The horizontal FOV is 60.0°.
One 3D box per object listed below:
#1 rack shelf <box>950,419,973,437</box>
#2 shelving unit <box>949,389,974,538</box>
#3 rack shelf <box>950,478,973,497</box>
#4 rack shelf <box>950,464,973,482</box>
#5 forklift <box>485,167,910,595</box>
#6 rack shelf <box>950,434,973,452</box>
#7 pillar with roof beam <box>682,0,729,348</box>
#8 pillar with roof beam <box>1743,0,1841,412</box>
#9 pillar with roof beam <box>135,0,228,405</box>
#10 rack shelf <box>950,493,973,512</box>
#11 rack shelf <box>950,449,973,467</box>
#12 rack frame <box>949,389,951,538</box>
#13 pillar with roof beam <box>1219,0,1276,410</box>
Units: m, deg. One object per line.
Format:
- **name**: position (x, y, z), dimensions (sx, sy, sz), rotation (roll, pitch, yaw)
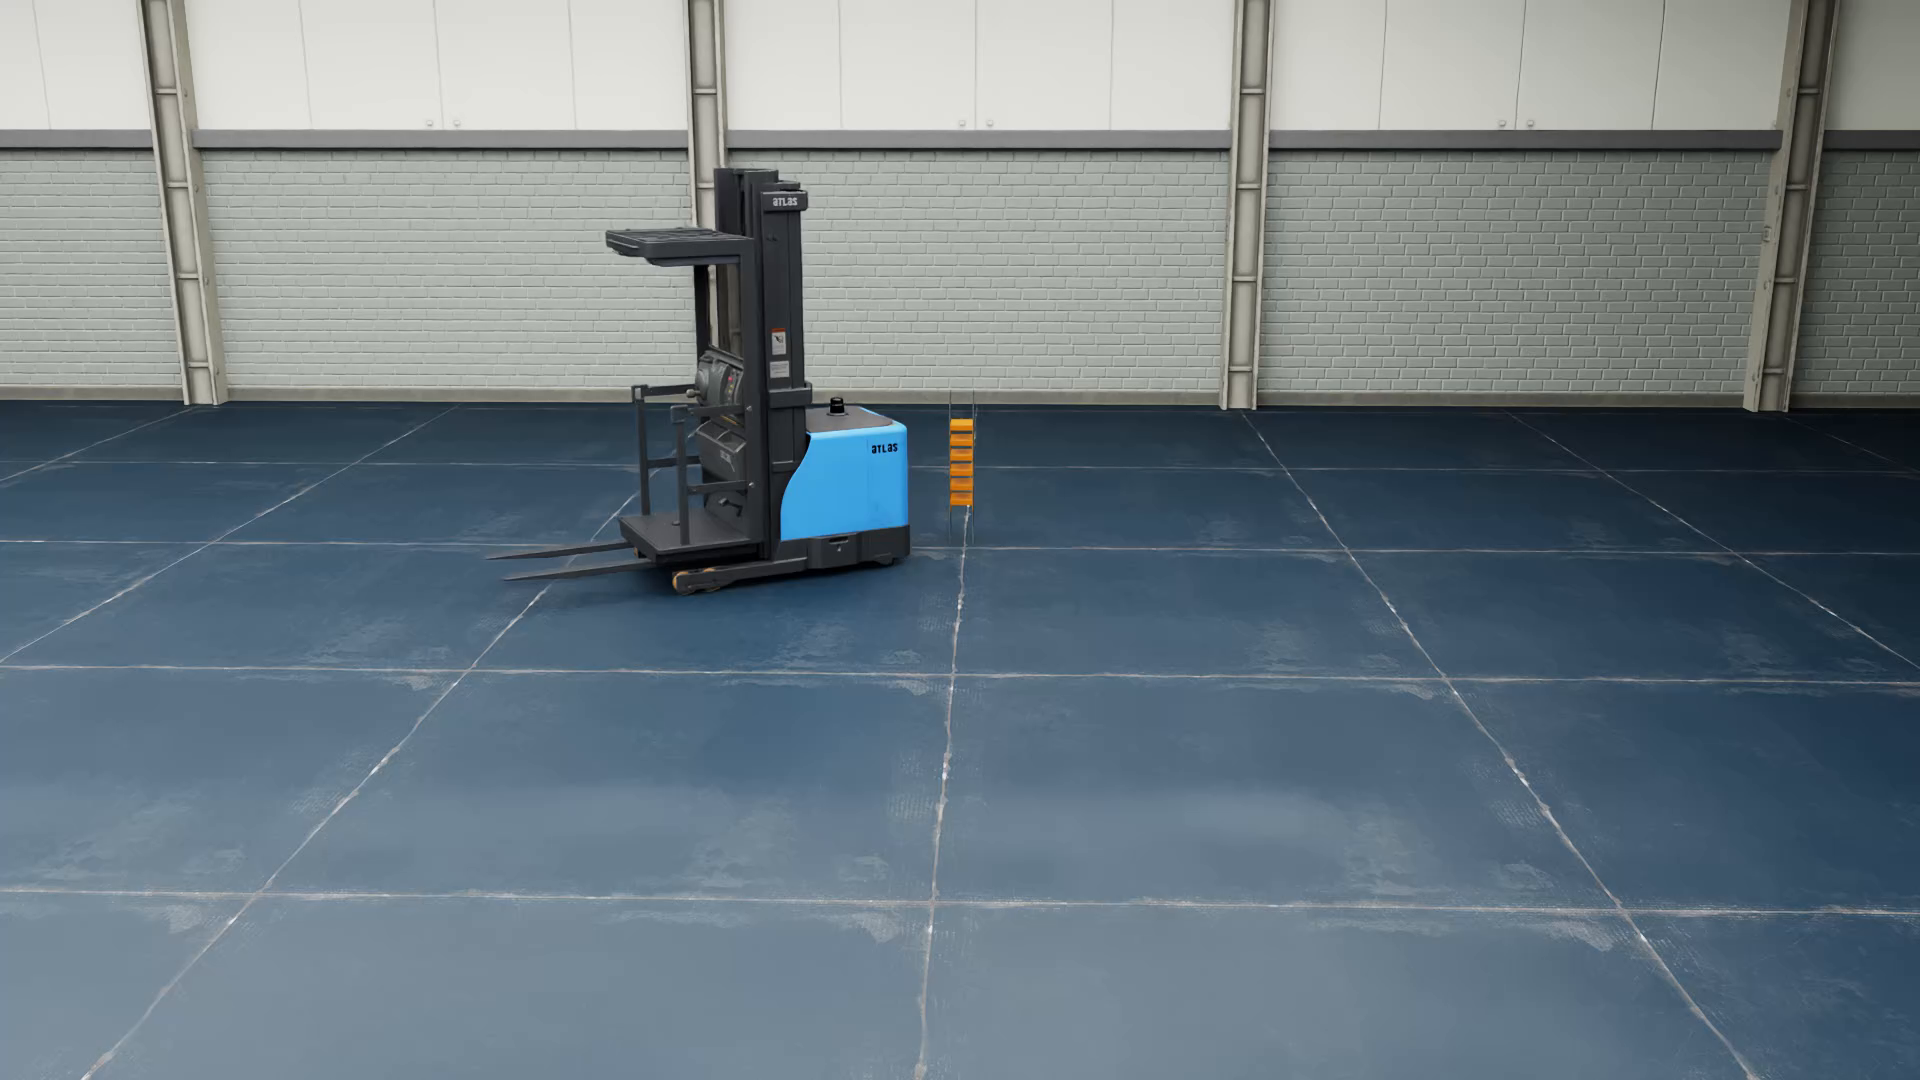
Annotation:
- **rack shelf**: position (0.014, -0.885, 13.106), dimensions (0.180, 0.103, 0.258), rotation (0, 15, 1)
- **shelving unit**: position (0.014, -0.580, 13.187), dimensions (0.189, 1.200, 0.258), rotation (0, 15, 1)
- **rack shelf**: position (0.014, -0.421, 13.229), dimensions (0.180, 0.103, 0.258), rotation (0, 15, 1)
- **rack shelf**: position (0.014, -0.537, 13.198), dimensions (0.180, 0.103, 0.258), rotation (0, 15, 1)
- **forklift**: position (-1.933, -1.179, 12.062), dimensions (3.031, 2.935, 1.130), rotation (-7, 16, -26)
- **rack shelf**: position (0.014, -0.769, 13.137), dimensions (0.180, 0.103, 0.258), rotation (0, 15, 1)
- **pillar with roof beam**: position (-2.914, -4.823, 13.979), dimensions (0.400, 9.000, 9.100), rotation (0, 15, 1)
- **pillar with roof beam**: position (9.082, -4.744, 13.683), dimensions (0.400, 9.000, 9.100), rotation (0, 15, 1)
- **pillar with roof beam**: position (-8.912, -4.862, 14.127), dimensions (0.400, 9.000, 9.100), rotation (0, 15, 1)
- **rack shelf**: position (0.014, -0.305, 13.259), dimensions (0.180, 0.103, 0.258), rotation (0, 15, 1)
- **rack shelf**: position (0.014, -0.653, 13.167), dimensions (0.180, 0.103, 0.258), rotation (0, 15, 1)
- **rack frame**: position (-0.077, -0.581, 13.189), dimensions (0.006, 1.200, 0.240), rotation (0, 15, 1)
- **pillar with roof beam**: position (3.084, -4.783, 13.831), dimensions (0.400, 9.000, 9.100), rotation (0, 15, 1)
